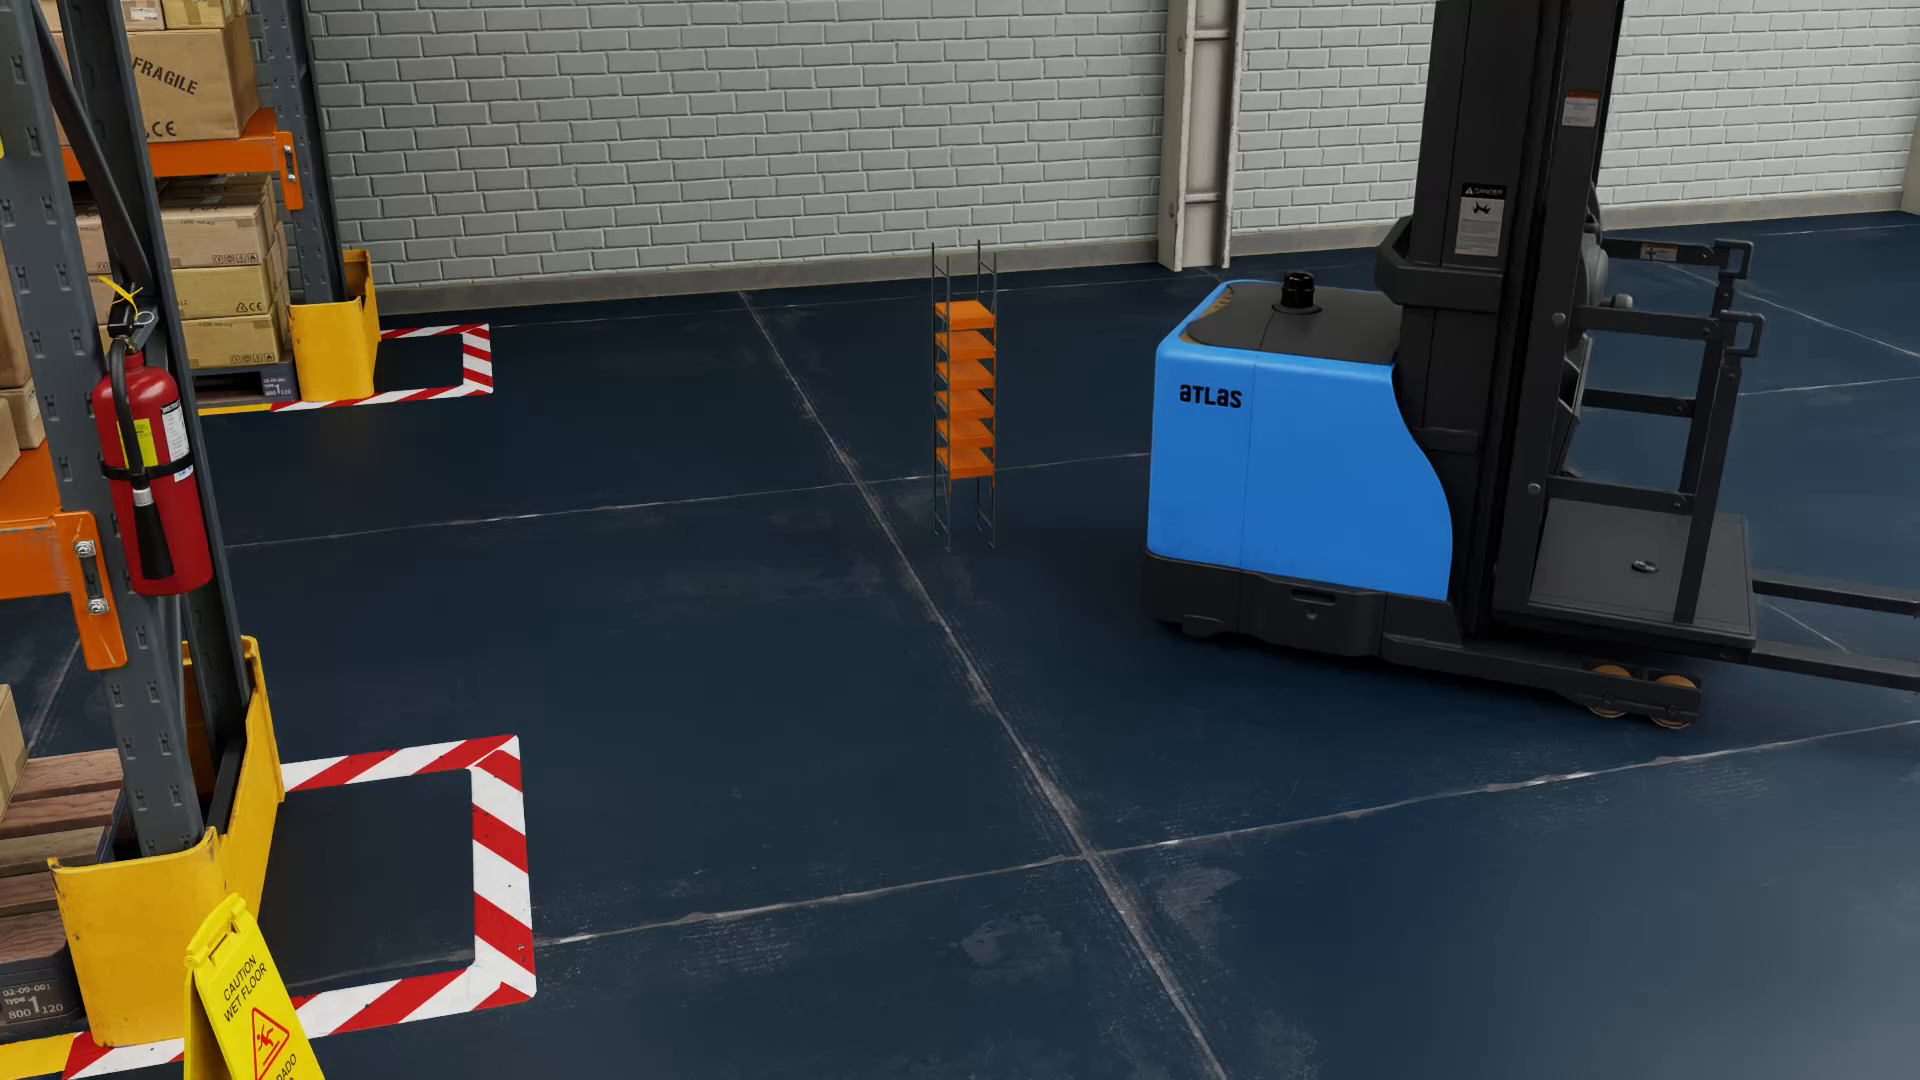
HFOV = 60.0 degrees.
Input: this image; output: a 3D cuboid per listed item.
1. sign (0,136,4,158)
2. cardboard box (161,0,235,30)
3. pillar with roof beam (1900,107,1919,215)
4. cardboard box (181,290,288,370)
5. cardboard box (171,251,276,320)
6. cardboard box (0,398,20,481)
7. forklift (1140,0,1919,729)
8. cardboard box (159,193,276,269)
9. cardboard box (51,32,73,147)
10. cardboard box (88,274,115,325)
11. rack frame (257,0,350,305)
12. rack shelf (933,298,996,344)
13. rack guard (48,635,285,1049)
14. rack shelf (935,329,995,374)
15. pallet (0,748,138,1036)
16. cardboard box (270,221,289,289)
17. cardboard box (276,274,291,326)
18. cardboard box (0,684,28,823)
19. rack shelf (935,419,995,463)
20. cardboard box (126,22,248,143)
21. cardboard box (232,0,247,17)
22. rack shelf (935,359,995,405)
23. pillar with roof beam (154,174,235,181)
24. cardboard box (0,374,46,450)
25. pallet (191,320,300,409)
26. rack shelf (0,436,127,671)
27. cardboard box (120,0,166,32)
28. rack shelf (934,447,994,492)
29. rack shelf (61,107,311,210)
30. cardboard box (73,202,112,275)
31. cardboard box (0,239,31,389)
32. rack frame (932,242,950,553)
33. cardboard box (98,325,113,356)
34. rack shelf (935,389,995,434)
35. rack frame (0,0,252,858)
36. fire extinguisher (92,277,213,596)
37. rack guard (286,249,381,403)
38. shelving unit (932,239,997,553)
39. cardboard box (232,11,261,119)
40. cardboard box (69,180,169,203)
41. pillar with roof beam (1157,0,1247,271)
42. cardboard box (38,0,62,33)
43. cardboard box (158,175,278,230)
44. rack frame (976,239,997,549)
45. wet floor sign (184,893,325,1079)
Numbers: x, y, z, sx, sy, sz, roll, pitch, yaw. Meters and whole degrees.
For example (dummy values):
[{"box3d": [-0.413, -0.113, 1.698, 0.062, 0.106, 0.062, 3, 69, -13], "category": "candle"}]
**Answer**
[{"box3d": [-1.848, -0.880, 3.127, 0.005, 0.325, 0.100, -6, 24, -14], "category": "sign"}, {"box3d": [-3.581, -2.500, 7.823, 0.250, 0.149, 0.380, -6, 24, -14], "category": "cardboard box"}, {"box3d": [8.480, -4.968, 6.916, 0.400, 9.000, 9.100, -6, 24, -14], "category": "pillar with roof beam"}, {"box3d": [-3.690, -1.059, 8.368, 0.500, 0.250, 0.500, -6, 24, -14], "category": "cardboard box"}, {"box3d": [-3.707, -1.288, 8.268, 0.500, 0.250, 0.500, -7, 24, -15], "category": "cardboard box"}, {"box3d": [-2.281, -0.179, 3.681, 0.250, 0.149, 0.380, -5, 24, -13], "category": "cardboard box"}, {"box3d": [2.217, -0.979, 5.314, 3.031, 2.935, 1.130, 9, 25, 20], "category": "forklift"}, {"box3d": [-3.682, -1.521, 8.177, 0.500, 0.250, 0.500, -5, 24, -13], "category": "cardboard box"}, {"box3d": [-4.228, -2.142, 7.810, 0.500, 0.500, 0.500, -6, 24, -13], "category": "cardboard box"}, {"box3d": [-4.193, -1.239, 8.153, 0.500, 0.250, 0.500, -7, 24, -15], "category": "cardboard box"}, {"box3d": [-3.323, -2.299, 8.305, 0.127, 3.000, 1.000, -6, 24, -14], "category": "rack frame"}, {"box3d": [0.014, -0.843, 6.393, 0.180, 0.103, 0.258, -6, 24, -14], "category": "rack shelf"}, {"box3d": [-2.052, 0.741, 4.388, 0.348, 0.500, 1.175, -6, 24, -14], "category": "rack guard"}, {"box3d": [0.014, -0.733, 6.440, 0.180, 0.103, 0.258, -6, 24, -14], "category": "rack shelf"}, {"box3d": [-2.843, 0.947, 4.275, 1.213, 0.211, 1.003, -6, 24, -14], "category": "pallet"}, {"box3d": [-3.832, -1.487, 8.733, 0.500, 0.250, 0.500, -6, 24, -13], "category": "cardboard box"}, {"box3d": [-3.849, -1.251, 8.815, 0.500, 0.250, 0.500, -6, 24, -14], "category": "cardboard box"}, {"box3d": [-2.830, 0.636, 4.418, 0.500, 0.250, 0.500, -7, 24, -15], "category": "cardboard box"}, {"box3d": [0.014, -0.402, 6.582, 0.180, 0.103, 0.258, -6, 24, -14], "category": "rack shelf"}, {"box3d": [-3.726, -2.193, 7.931, 0.500, 0.500, 0.500, -7, 24, -16], "category": "cardboard box"}, {"box3d": [-3.719, -2.706, 8.303, 0.250, 0.149, 0.380, -7, 24, -16], "category": "cardboard box"}, {"box3d": [0.014, -0.622, 6.487, 0.180, 0.103, 0.258, -6, 24, -14], "category": "rack shelf"}, {"box3d": [-3.074, -3.690, 3.938, 0.400, 9.000, 9.100, -6, 24, -14], "category": "pillar with roof beam"}, {"box3d": [-2.361, -0.342, 4.062, 0.250, 0.149, 0.380, -6, 24, -14], "category": "cardboard box"}, {"box3d": [-4.048, -0.921, 8.628, 1.213, 0.211, 1.003, -6, 24, -14], "category": "pallet"}, {"box3d": [-3.904, 0.128, 3.559, 4.000, 0.370, 1.077, -6, 24, -14], "category": "rack shelf"}, {"box3d": [-3.819, -2.462, 7.734, 0.250, 0.149, 0.380, -6, 24, -14], "category": "cardboard box"}, {"box3d": [0.014, -0.292, 6.629, 0.180, 0.103, 0.258, -6, 24, -14], "category": "rack shelf"}, {"box3d": [-5.248, -1.756, 7.950, 4.000, 0.370, 1.077, -6, 24, -14], "category": "rack shelf"}, {"box3d": [-4.172, -1.464, 8.045, 0.500, 0.250, 0.500, -6, 24, -13], "category": "cardboard box"}, {"box3d": [-2.509, -0.653, 3.963, 0.500, 0.500, 0.500, -7, 24, -15], "category": "cardboard box"}, {"box3d": [-0.074, -0.543, 6.494, 0.006, 1.200, 0.240, -6, 24, -14], "category": "rack frame"}, {"box3d": [-4.171, -1.009, 8.253, 0.500, 0.250, 0.500, -6, 24, -14], "category": "cardboard box"}, {"box3d": [0.014, -0.512, 6.535, 0.180, 0.103, 0.258, -6, 24, -14], "category": "rack shelf"}, {"box3d": [-1.978, -0.415, 3.914, 0.127, 3.000, 1.000, -6, 24, -14], "category": "rack frame"}, {"box3d": [-1.744, -0.217, 3.550, 0.183, 0.674, 0.296, -6, 24, -14], "category": "fire extinguisher"}, {"box3d": [-3.300, -1.153, 8.804, 0.348, 0.500, 1.175, -6, 24, -14], "category": "rack guard"}, {"box3d": [0.014, -0.553, 6.517, 0.189, 1.200, 0.258, -6, 24, -14], "category": "shelving unit"}, {"box3d": [-3.875, -2.398, 8.408, 0.500, 0.500, 0.500, -6, 24, -13], "category": "cardboard box"}, {"box3d": [-4.317, -1.654, 8.488, 0.500, 0.250, 0.500, -6, 24, -14], "category": "cardboard box"}, {"box3d": [2.703, -4.329, 5.427, 0.400, 9.000, 9.100, -6, 24, -14], "category": "pillar with roof beam"}, {"box3d": [-4.085, -2.457, 7.723, 0.250, 0.149, 0.380, -6, 24, -13], "category": "cardboard box"}, {"box3d": [-3.837, -1.709, 8.615, 0.500, 0.250, 0.500, -7, 24, -15], "category": "cardboard box"}, {"box3d": [0.102, -0.563, 6.540, 0.006, 1.200, 0.240, -6, 24, -14], "category": "rack frame"}, {"box3d": [-1.506, 1.053, 3.479, 0.232, 0.644, 0.267, 2, 23, 4], "category": "wet floor sign"}]
